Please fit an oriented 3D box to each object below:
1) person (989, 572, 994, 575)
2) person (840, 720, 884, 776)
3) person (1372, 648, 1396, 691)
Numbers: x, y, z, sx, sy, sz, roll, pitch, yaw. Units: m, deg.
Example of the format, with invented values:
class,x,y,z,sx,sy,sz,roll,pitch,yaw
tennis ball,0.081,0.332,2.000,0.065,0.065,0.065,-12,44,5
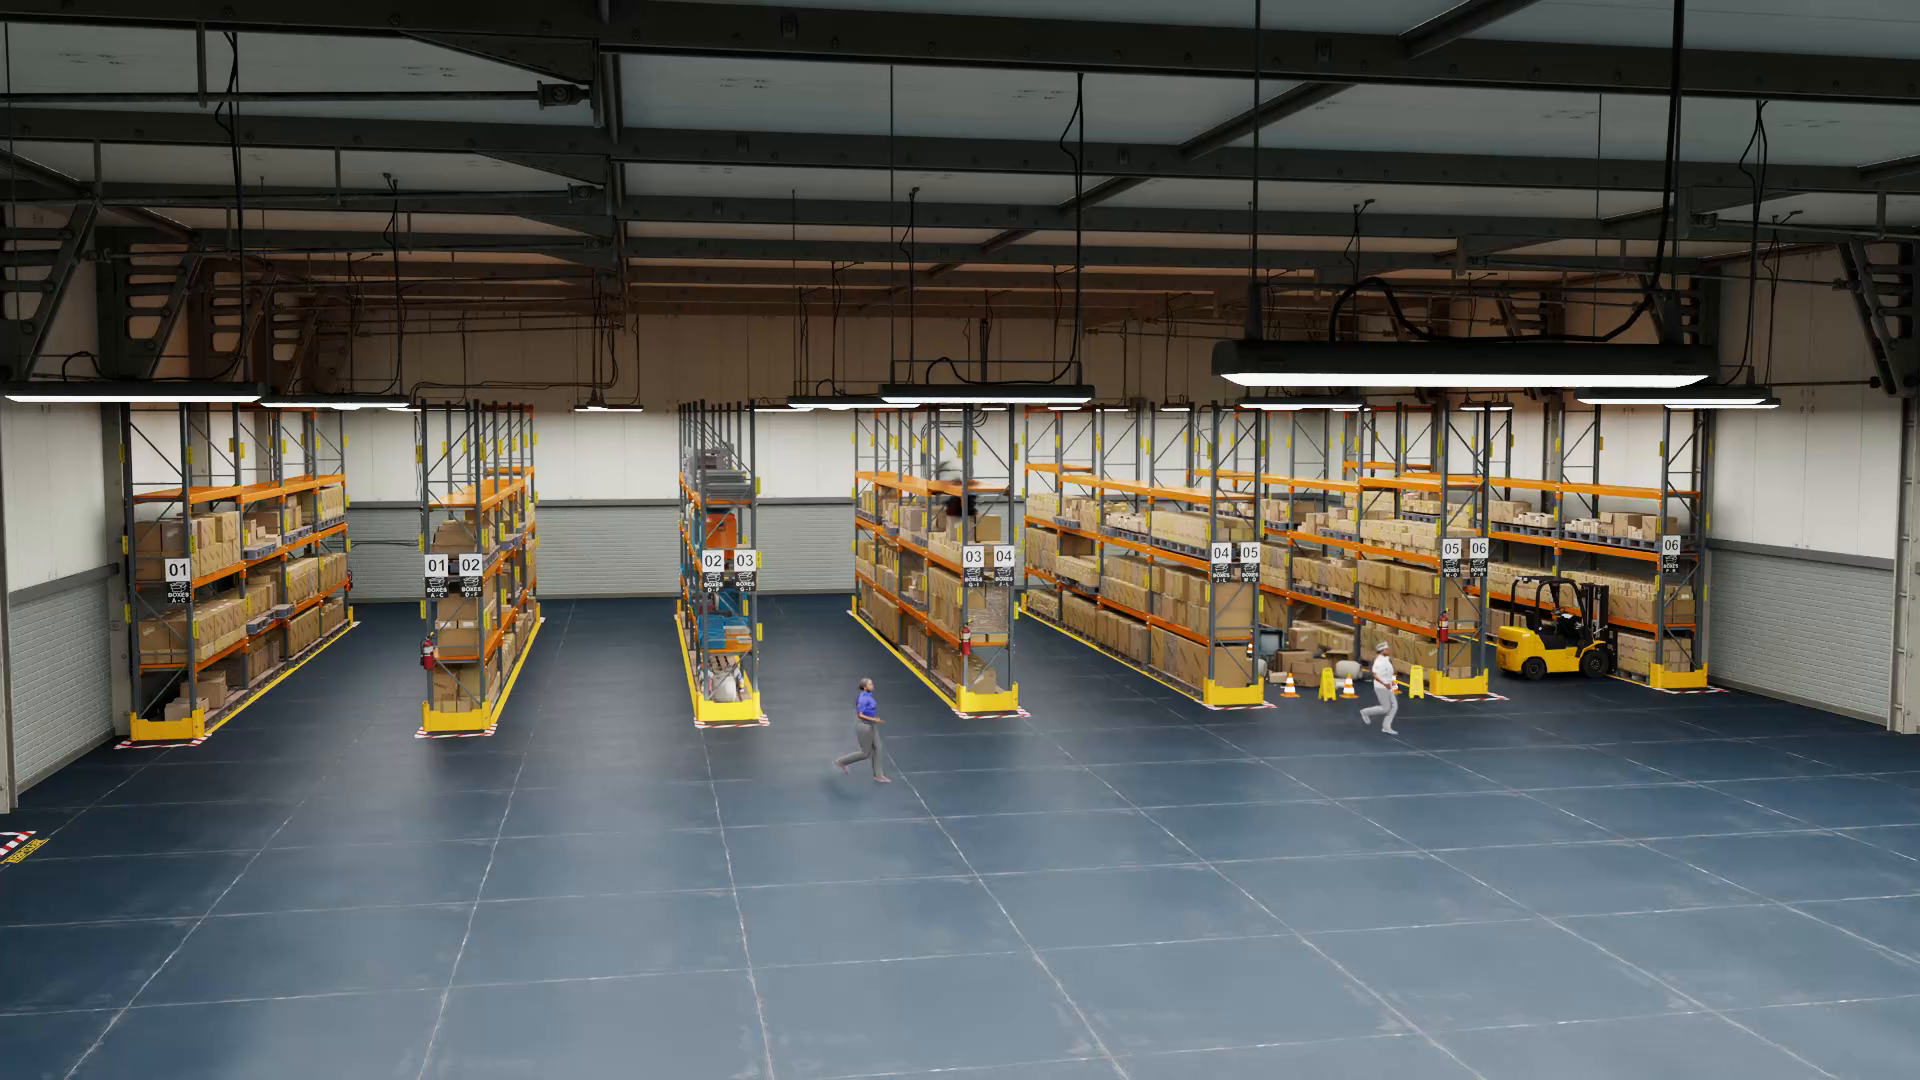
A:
class,x,y,z,sx,sy,sz,roll,pitch,yaw
person,0.705,1.321,48.959,0.872,1.419,0.482,2,5,20
person,-1.524,3.231,25.909,0.679,0.925,0.367,1,4,9
person,7.652,2.273,29.884,0.395,0.801,0.584,3,5,33
